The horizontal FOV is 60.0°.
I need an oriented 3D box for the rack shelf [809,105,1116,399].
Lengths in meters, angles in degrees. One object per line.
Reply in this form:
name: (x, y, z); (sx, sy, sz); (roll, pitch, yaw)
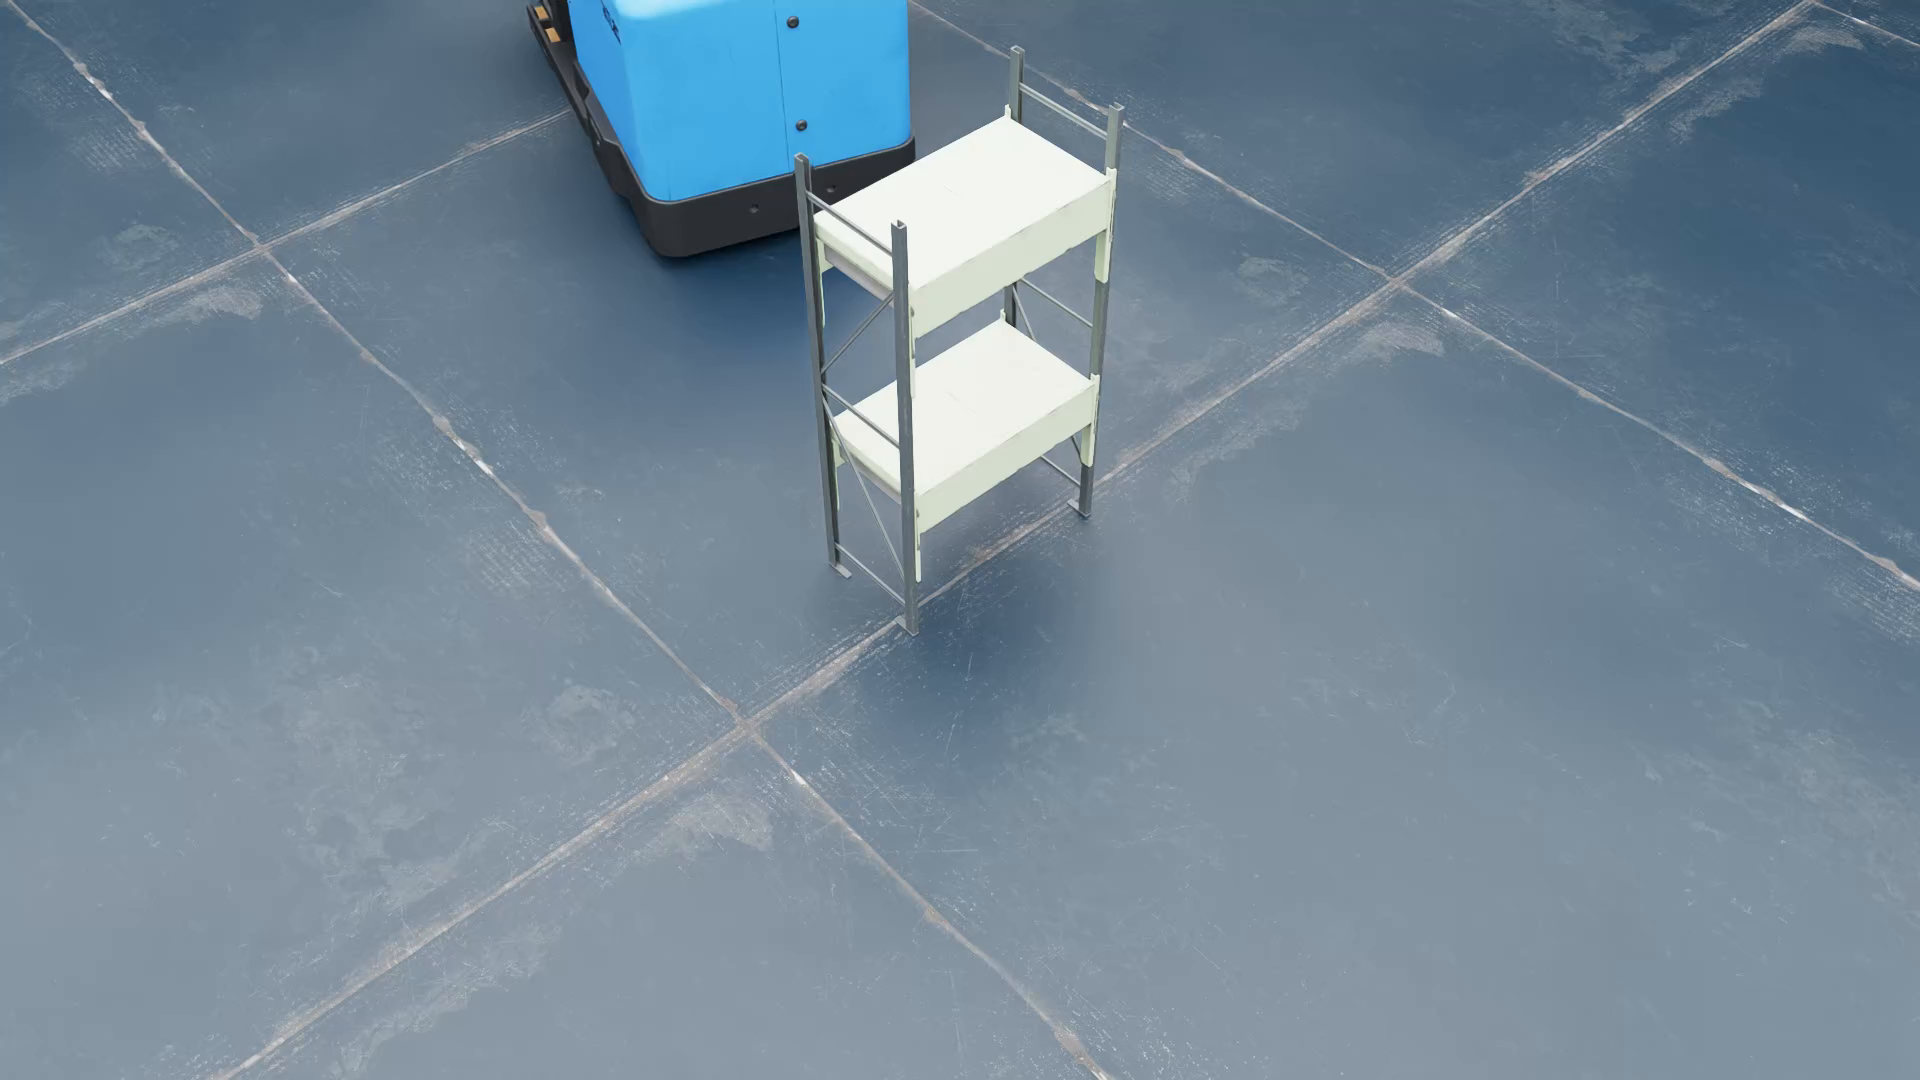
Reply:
rack shelf: (0.005, -0.777, 4.415); (0.720, 0.370, 0.431); (-34, 56, -27)

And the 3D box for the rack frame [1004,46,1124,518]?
rack frame: (0.276, -0.693, 4.869); (0.023, 1.500, 0.400); (-34, 56, -27)

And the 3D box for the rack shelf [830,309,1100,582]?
rack shelf: (0.005, -0.291, 4.941); (0.720, 0.370, 0.431); (-34, 56, -27)

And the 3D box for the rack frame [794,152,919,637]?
rack frame: (-0.266, -0.331, 4.535); (0.023, 1.500, 0.400); (-34, 56, -27)

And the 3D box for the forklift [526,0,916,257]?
forklift: (-1.222, -3.132, 6.146); (1.130, 2.935, 3.031); (-18, 50, -16)

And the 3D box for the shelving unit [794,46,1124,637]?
shelving unit: (0.005, -0.512, 4.702); (0.755, 1.500, 0.431); (-34, 56, -27)
